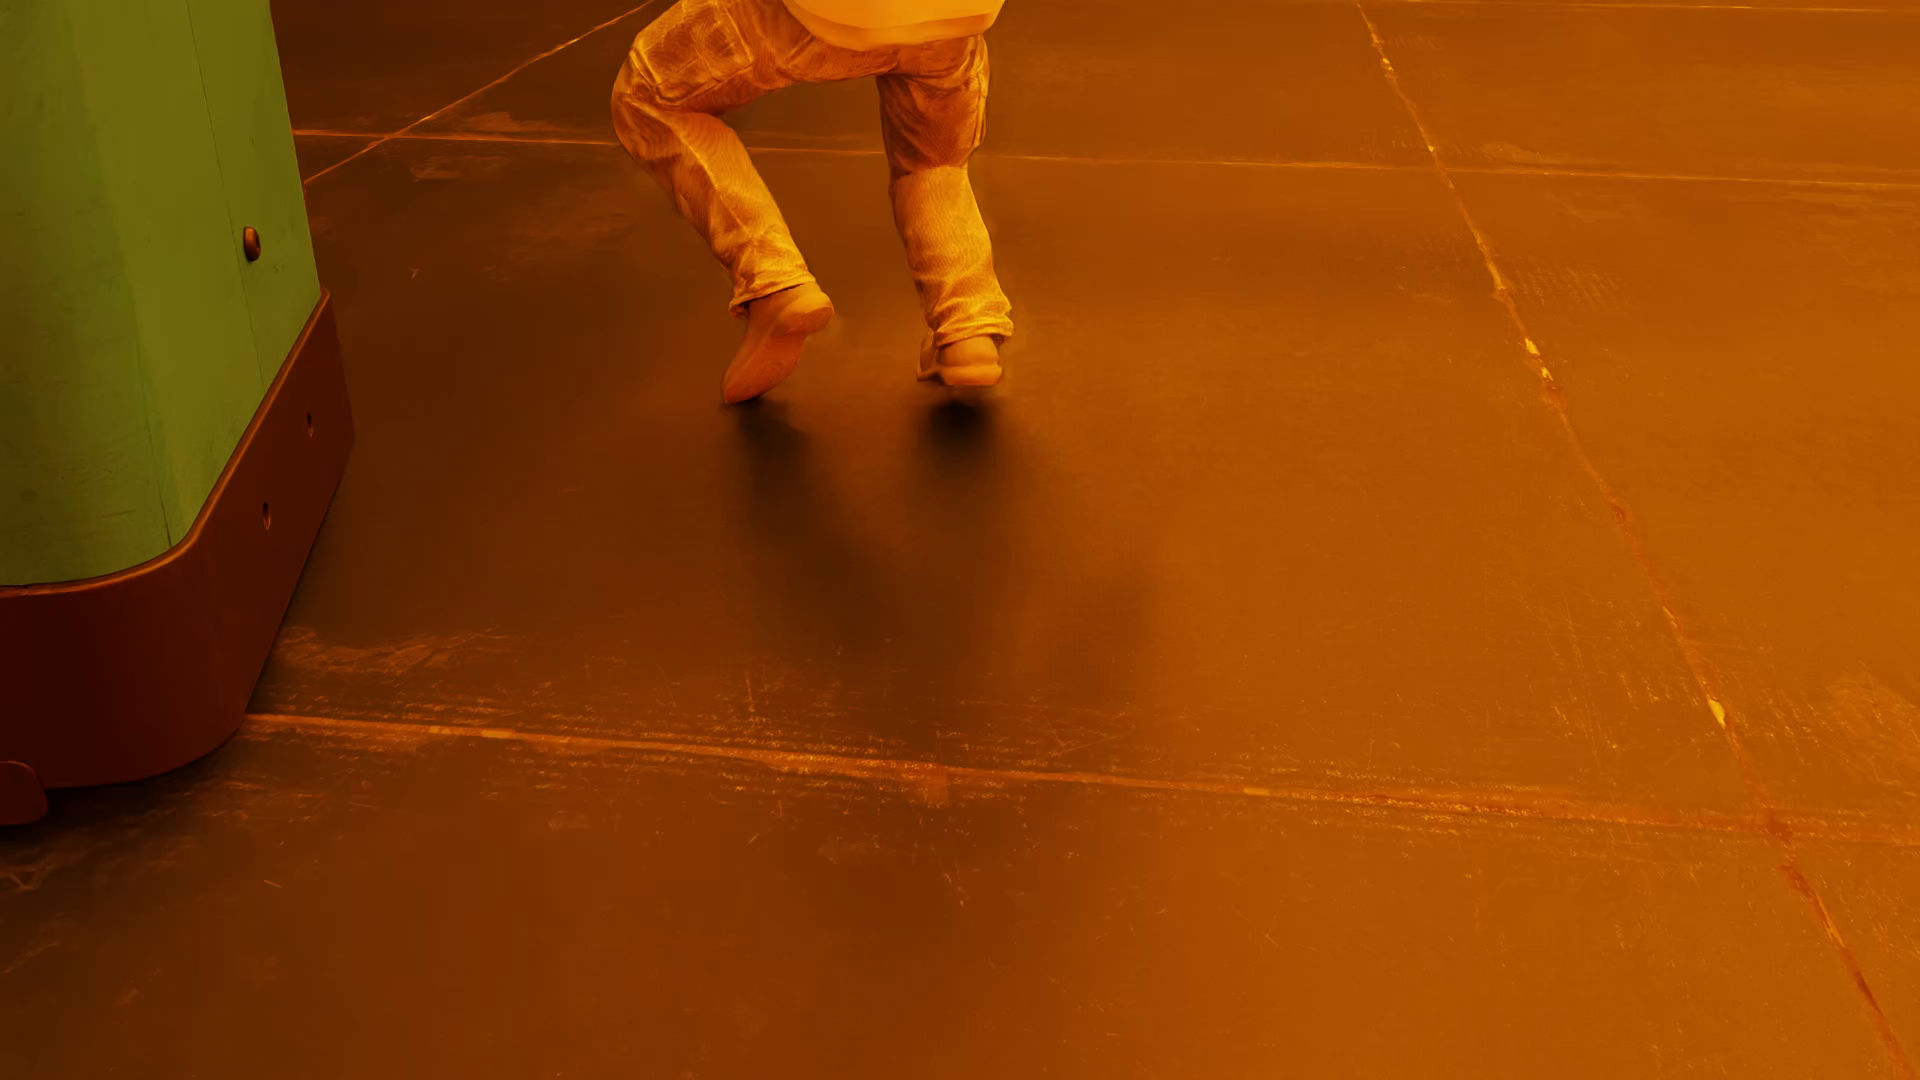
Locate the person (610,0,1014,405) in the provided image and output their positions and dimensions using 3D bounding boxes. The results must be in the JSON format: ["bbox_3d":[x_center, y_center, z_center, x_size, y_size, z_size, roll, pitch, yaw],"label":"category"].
[{"bbox_3d":[-0.261,-0.967,2.584,1.078,1.688,0.796,-14,30,-26],"label":"person"}]

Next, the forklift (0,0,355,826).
[{"bbox_3d":[-2.392,-1.110,1.442,3.031,2.935,1.130,-4,27,-8],"label":"forklift"}]
